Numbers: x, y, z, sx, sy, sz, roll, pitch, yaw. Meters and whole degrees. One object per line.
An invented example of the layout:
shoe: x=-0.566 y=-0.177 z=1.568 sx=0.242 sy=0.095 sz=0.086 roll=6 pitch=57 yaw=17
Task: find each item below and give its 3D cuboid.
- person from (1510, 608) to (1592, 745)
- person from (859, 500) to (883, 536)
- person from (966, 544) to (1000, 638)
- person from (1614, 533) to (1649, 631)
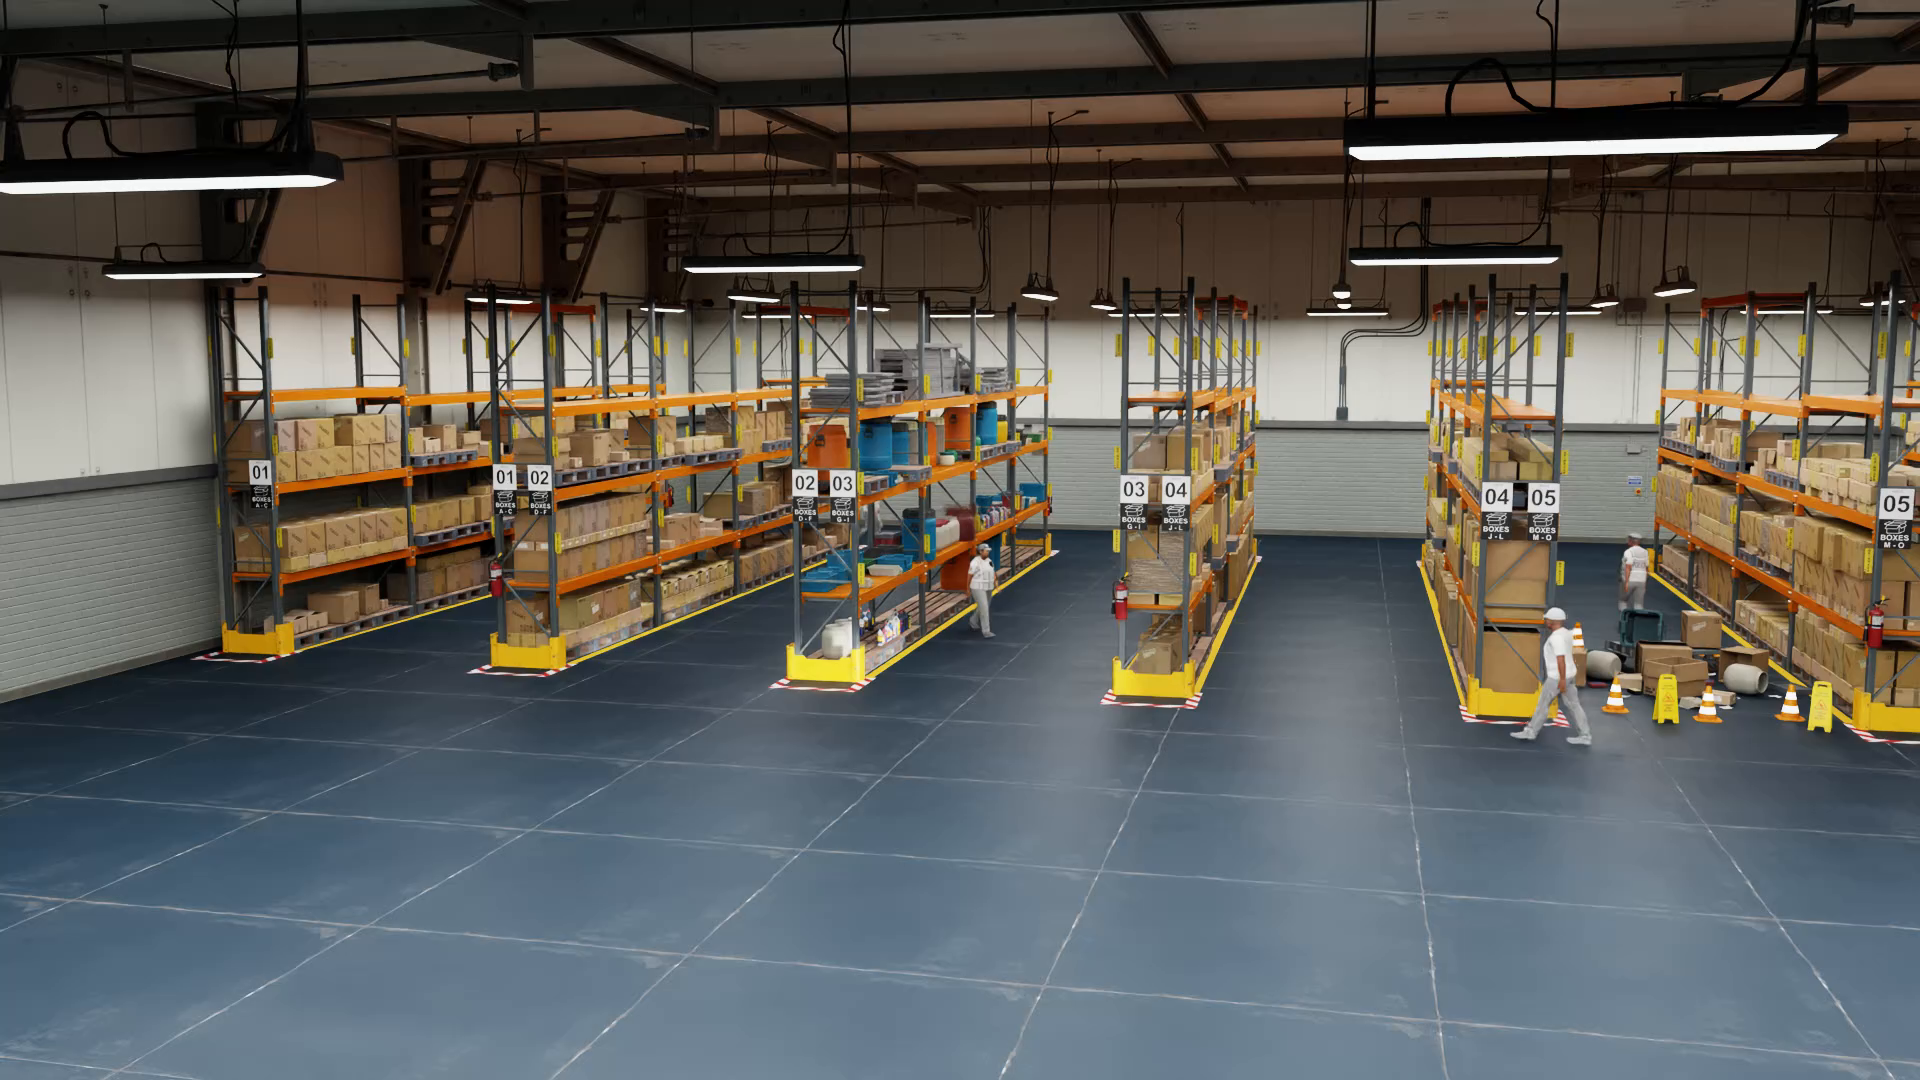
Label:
person: x=7.558 y=1.707 z=21.105 sx=0.981 sy=1.699 sz=0.616 roll=5 pitch=9 yaw=40
person: x=-2.374 y=-0.752 z=42.731 sx=0.793 sy=1.701 sz=0.674 roll=2 pitch=7 yaw=18
person: x=0.386 y=0.866 z=29.191 sx=0.993 sy=1.607 sz=0.543 roll=6 pitch=9 yaw=44
person: x=11.921 y=0.794 z=29.374 sx=0.538 sy=1.819 sz=0.600 roll=1 pitch=7 yaw=5
